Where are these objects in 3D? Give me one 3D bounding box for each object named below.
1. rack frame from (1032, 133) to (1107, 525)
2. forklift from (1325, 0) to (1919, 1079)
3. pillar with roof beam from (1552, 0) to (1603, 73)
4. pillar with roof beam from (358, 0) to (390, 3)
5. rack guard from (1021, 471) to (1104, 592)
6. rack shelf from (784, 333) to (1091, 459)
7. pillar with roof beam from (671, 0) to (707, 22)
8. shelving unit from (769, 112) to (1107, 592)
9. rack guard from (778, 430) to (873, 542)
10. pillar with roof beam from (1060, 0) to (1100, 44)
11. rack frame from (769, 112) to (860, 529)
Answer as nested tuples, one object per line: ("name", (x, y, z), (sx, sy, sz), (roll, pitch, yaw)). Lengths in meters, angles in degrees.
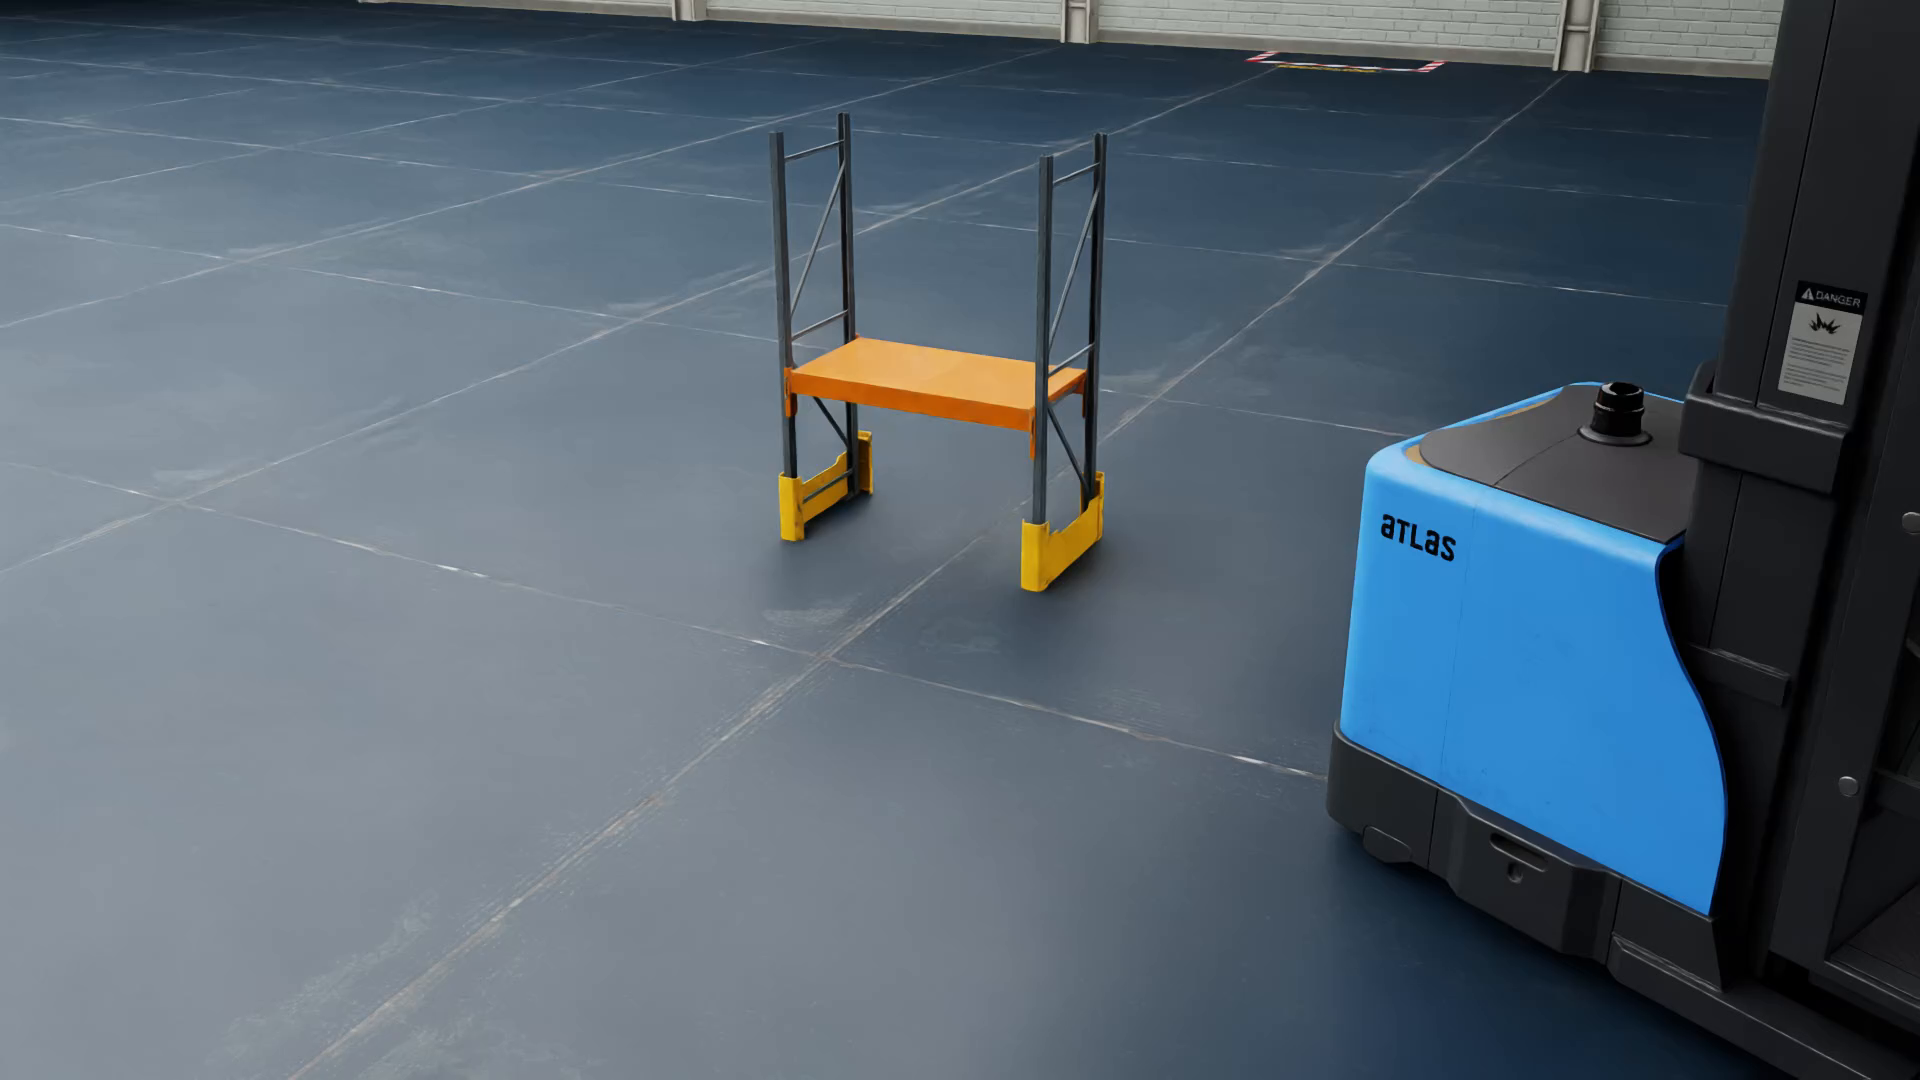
("rack frame", (0.378, -0.615, 5.781), (0.032, 1.500, 0.500), (11, 25, 25))
("forklift", (2.284, -0.244, 3.079), (1.130, 2.935, 3.031), (-18, 29, -35))
("pillar with roof beam", (4.930, -7.910, 13.351), (0.400, 9.000, 9.100), (11, 25, 25))
("pillar with roof beam", (-11.134, -11.088, 20.824), (0.400, 9.000, 9.100), (11, 25, 25))
("rack guard", (0.376, -0.041, 6.026), (0.087, 0.250, 0.587), (11, 25, 25))
("rack shelf", (-0.076, -0.540, 6.062), (1.000, 0.185, 0.538), (11, 25, 25))
("pillar with roof beam", (-5.779, -10.029, 18.333), (0.400, 9.000, 9.100), (11, 25, 25))
("shelving unit", (-0.068, -0.704, 5.988), (1.083, 1.500, 0.587), (11, 25, 25))
("rack guard", (-0.512, -0.216, 6.440), (0.087, 0.250, 0.587), (11, 25, 25))
("pillar with roof beam", (-0.425, -8.969, 15.842), (0.400, 9.000, 9.100), (11, 25, 25))
("rack frame", (-0.530, -0.795, 6.203), (0.032, 1.500, 0.500), (11, 25, 25))
